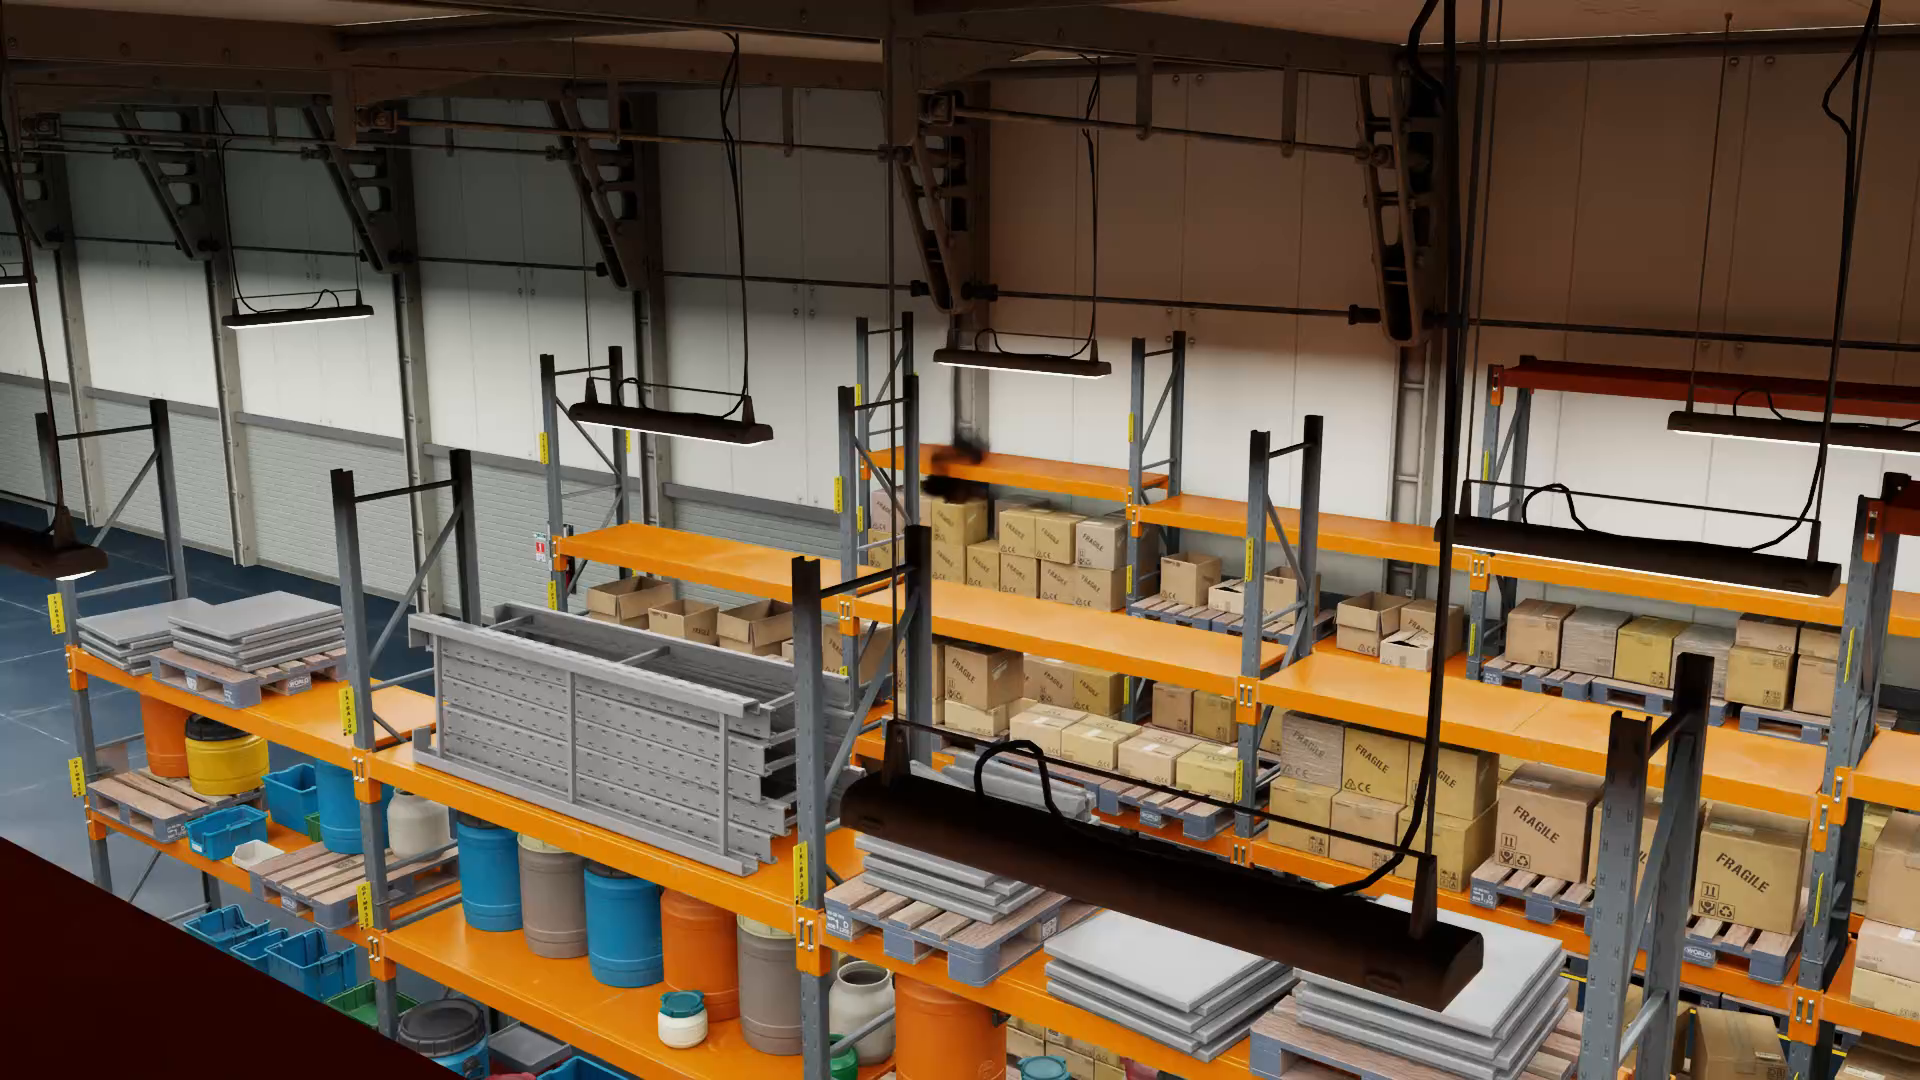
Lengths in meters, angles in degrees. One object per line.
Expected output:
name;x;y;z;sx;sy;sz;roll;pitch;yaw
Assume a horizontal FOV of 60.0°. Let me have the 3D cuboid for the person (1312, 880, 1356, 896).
person;3.596;3.647;15.909;0.792;1.691;0.578;7;15;27
